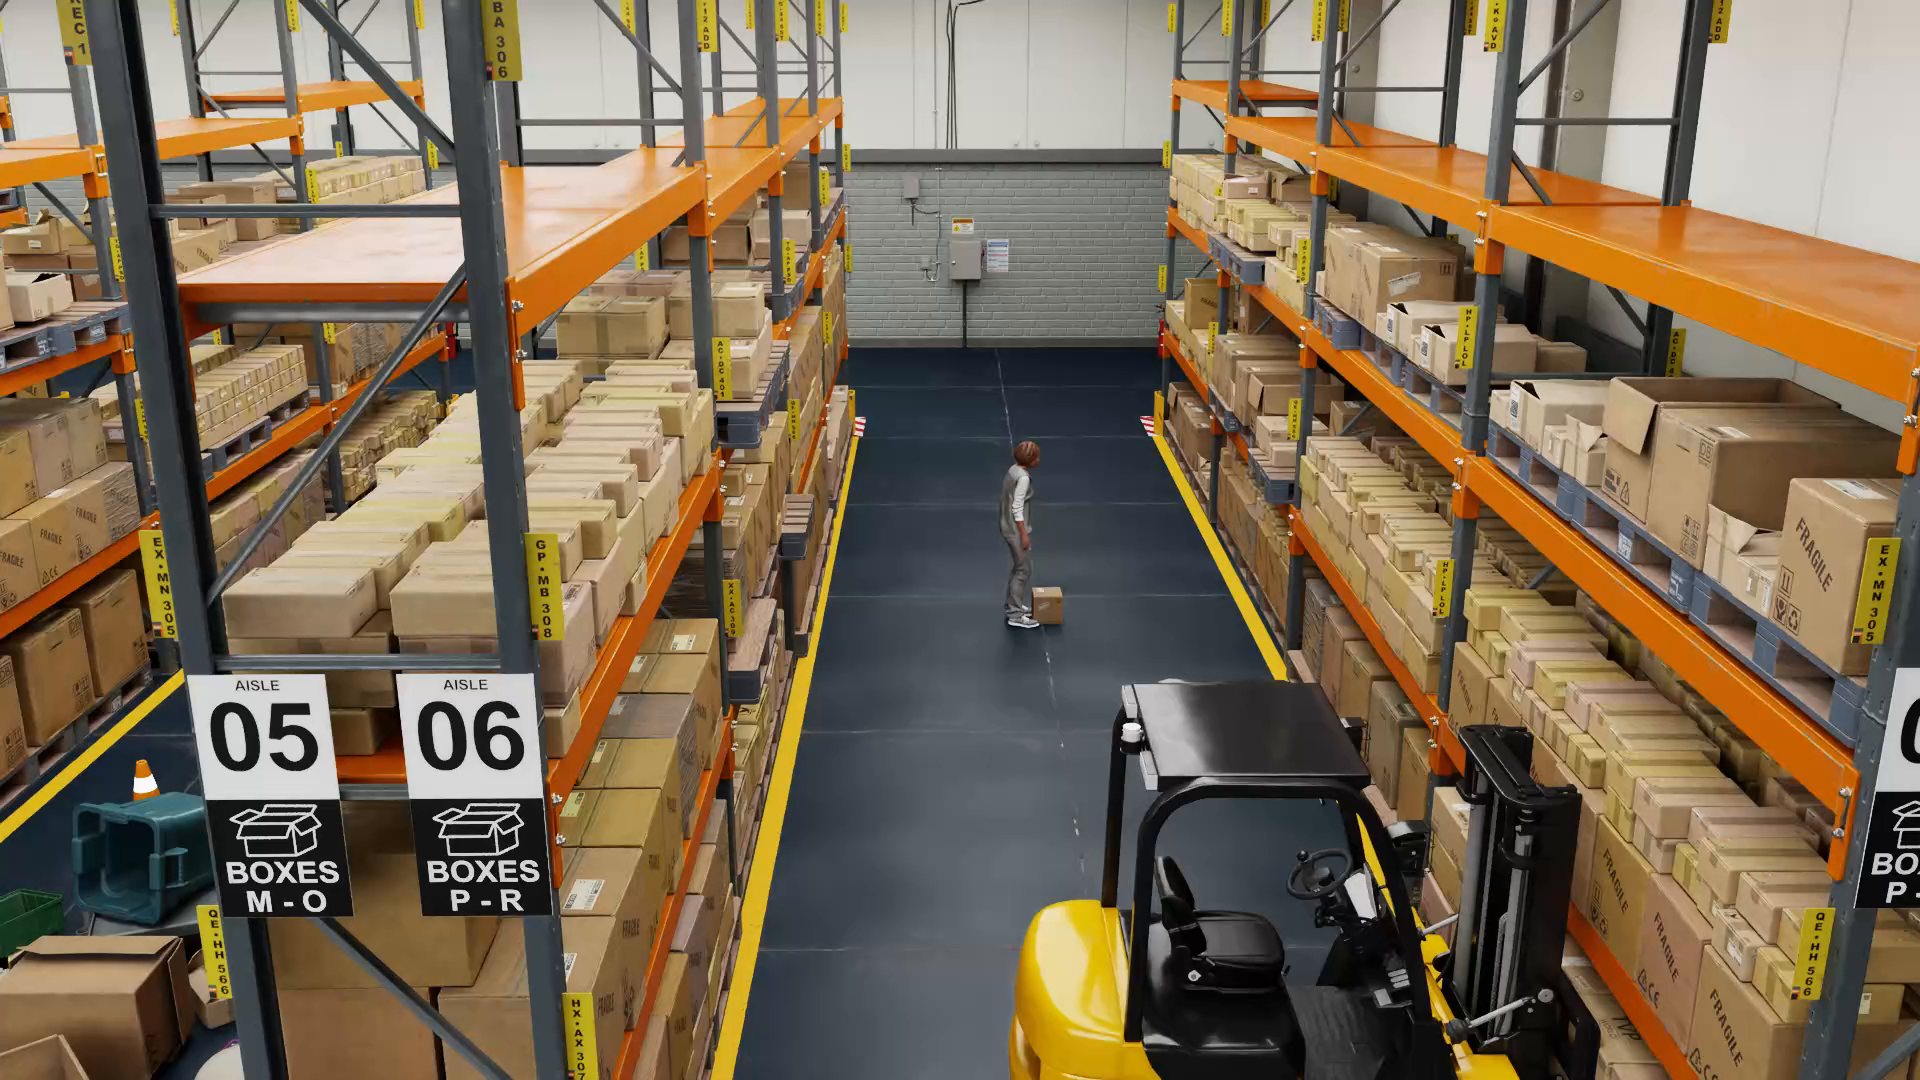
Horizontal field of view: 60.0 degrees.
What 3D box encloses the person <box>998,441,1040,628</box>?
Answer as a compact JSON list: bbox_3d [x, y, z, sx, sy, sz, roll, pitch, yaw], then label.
[{"bbox_3d":[0.509,-0.065,14.265,0.347,1.591,0.475,-1,17,-4],"label":"person"}]
